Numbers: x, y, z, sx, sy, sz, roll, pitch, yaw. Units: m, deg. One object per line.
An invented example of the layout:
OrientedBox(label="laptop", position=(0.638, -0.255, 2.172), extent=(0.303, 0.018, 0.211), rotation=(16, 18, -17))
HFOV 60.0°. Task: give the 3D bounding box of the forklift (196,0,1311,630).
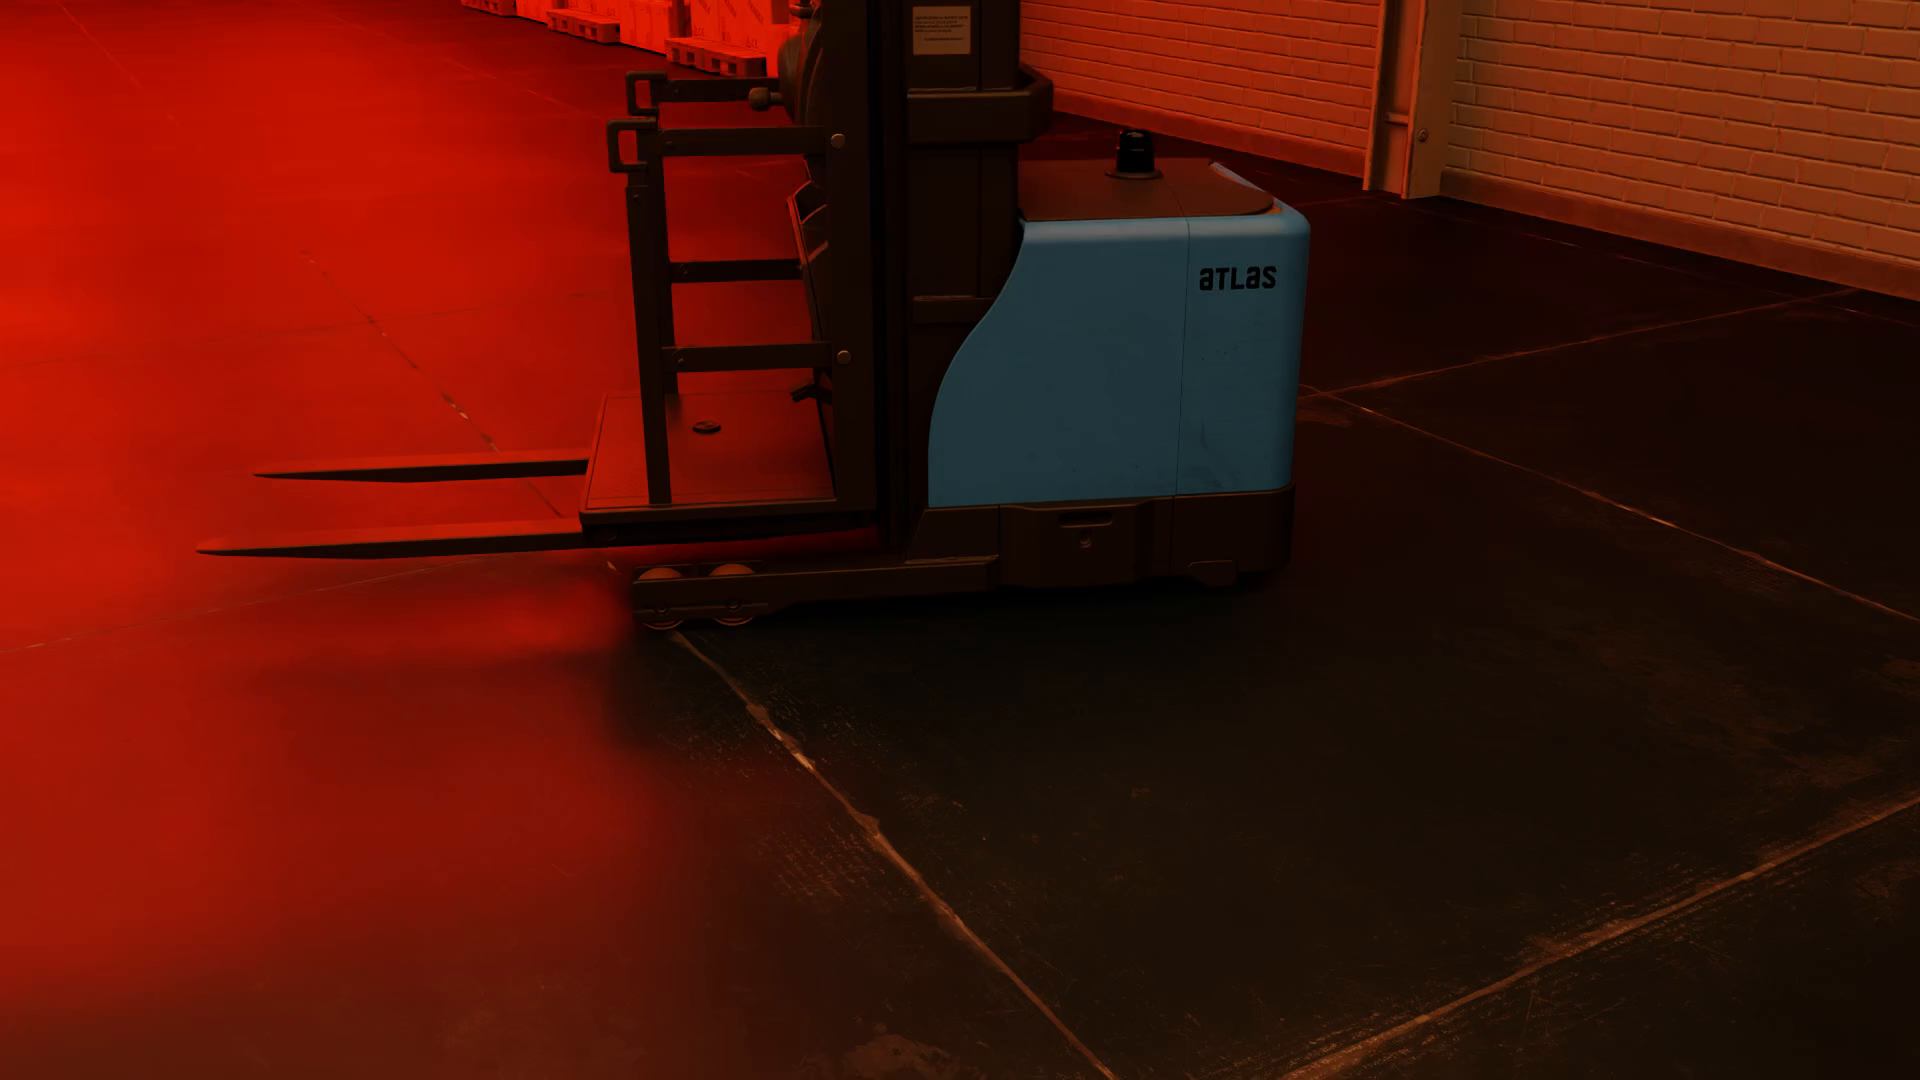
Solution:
OrientedBox(label="forklift", position=(-0.604, -1.324, 4.501), extent=(3.031, 2.935, 1.130), rotation=(-3, 22, -7))
